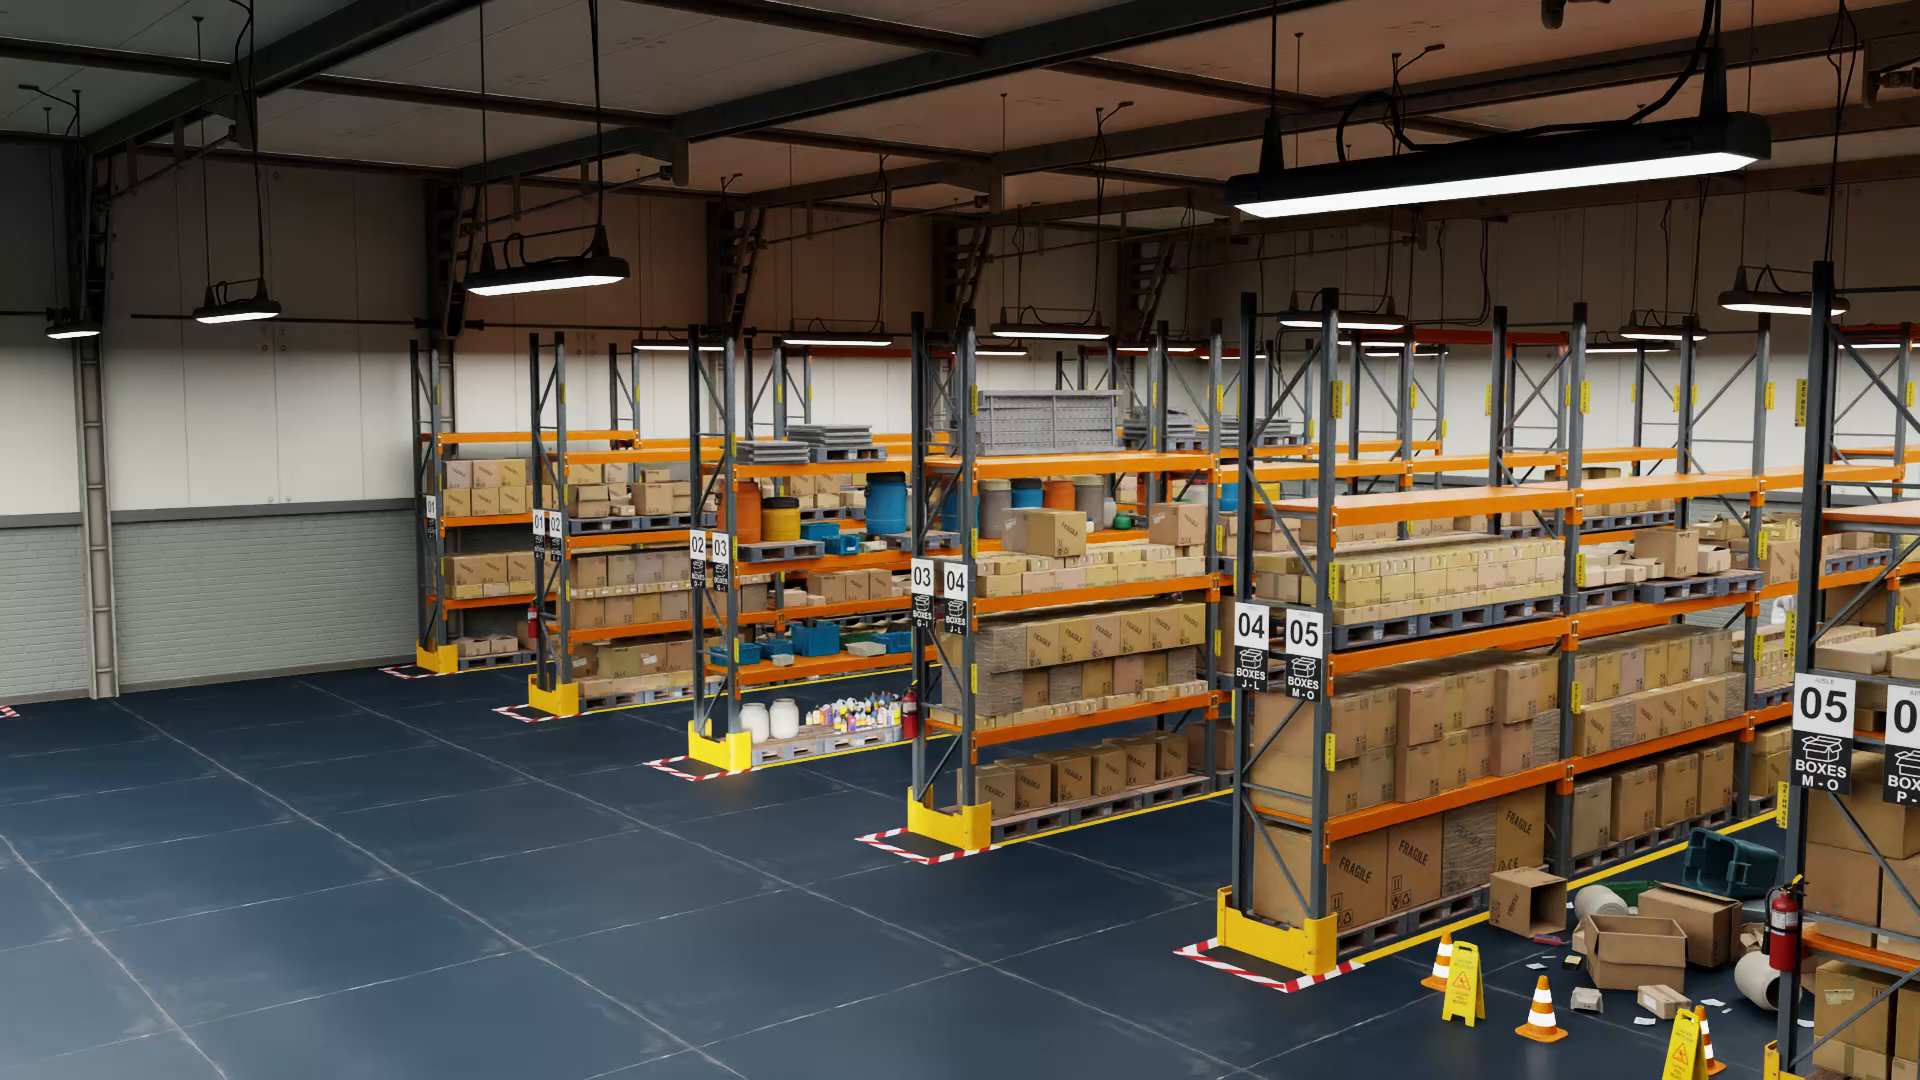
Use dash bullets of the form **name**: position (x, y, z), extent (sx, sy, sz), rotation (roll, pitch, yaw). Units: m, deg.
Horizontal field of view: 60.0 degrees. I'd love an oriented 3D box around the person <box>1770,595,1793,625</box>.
- **person**: position (14.973, 1.519, 30.148), extent (0.514, 1.721, 1.047), rotation (-4, 6, -34)
